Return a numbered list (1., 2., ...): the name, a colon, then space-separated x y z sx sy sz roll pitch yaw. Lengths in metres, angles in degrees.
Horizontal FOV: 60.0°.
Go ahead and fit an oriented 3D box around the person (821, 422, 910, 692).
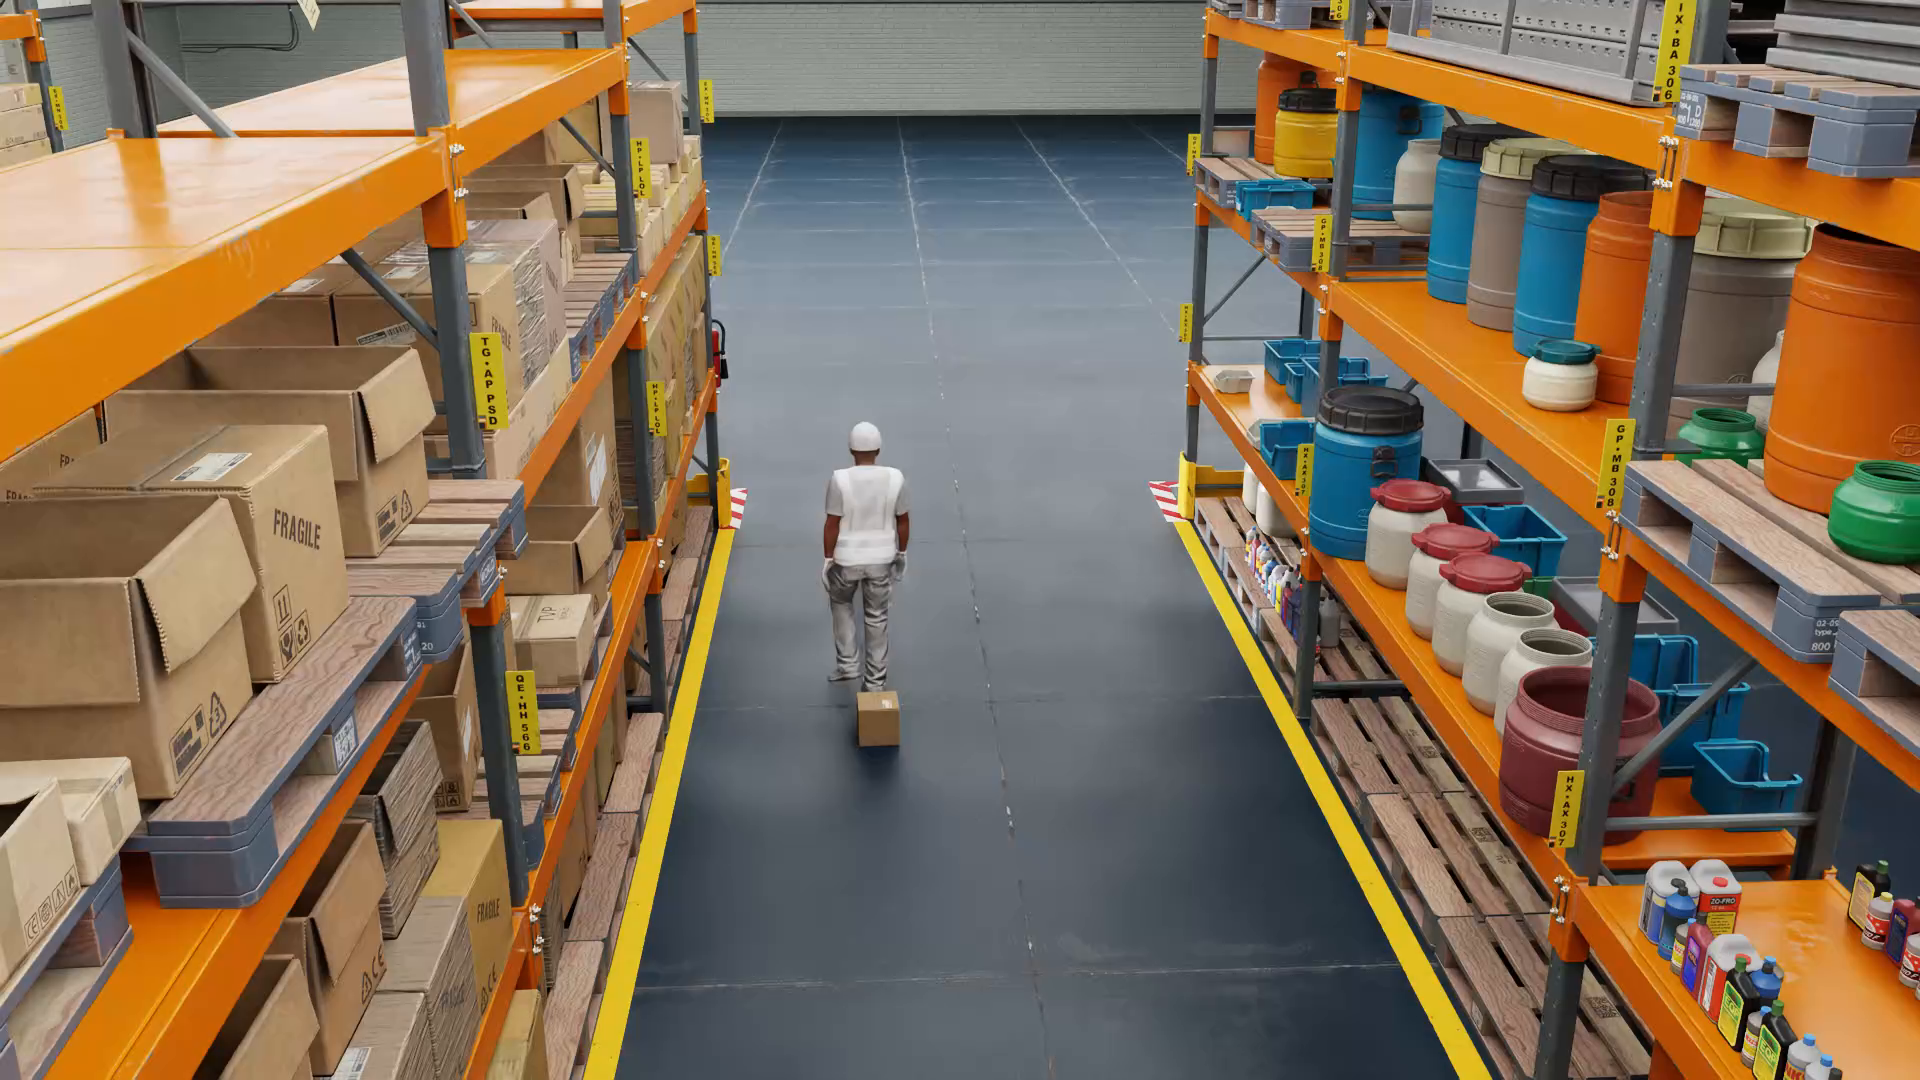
1. person: -0.604 0.142 10.651 0.594 1.792 0.526 -4 21 -11
